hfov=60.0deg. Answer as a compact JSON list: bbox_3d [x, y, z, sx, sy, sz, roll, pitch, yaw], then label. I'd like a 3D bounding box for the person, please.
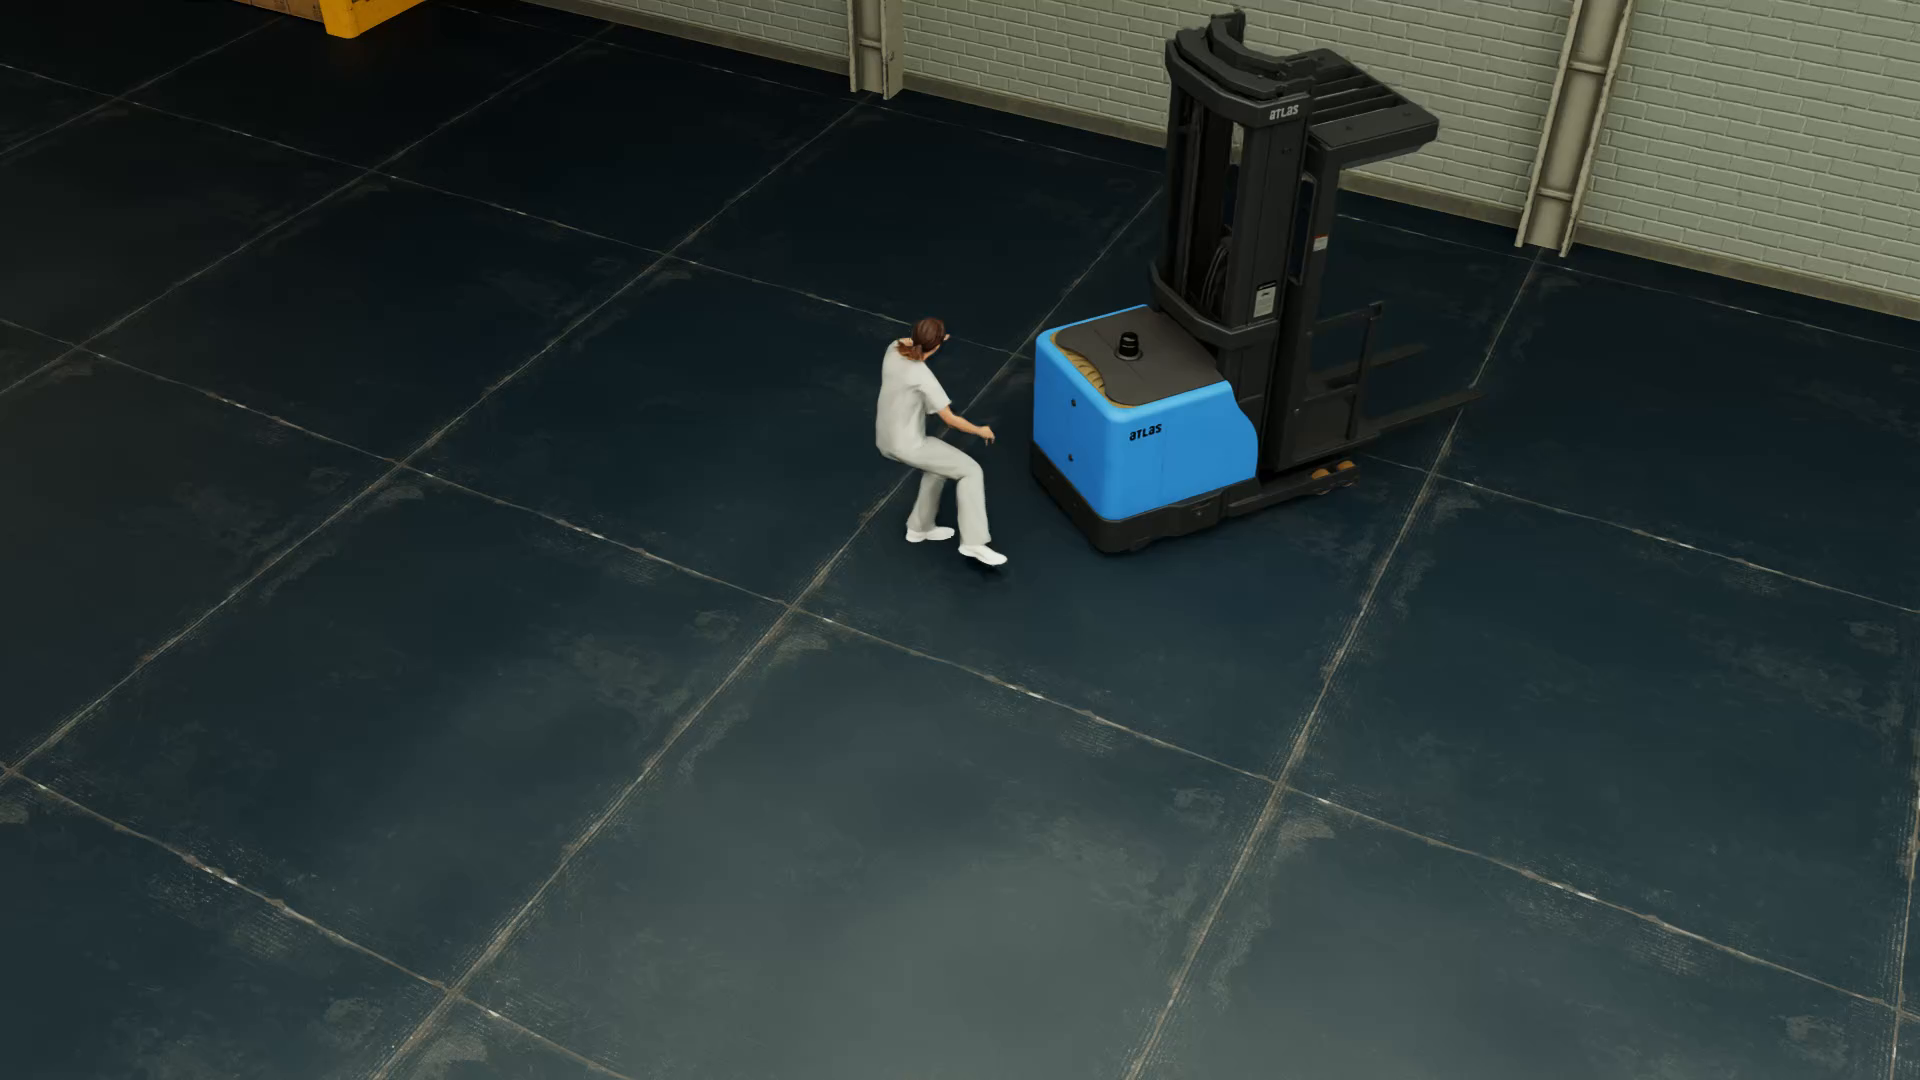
[{"bbox_3d":[-0.035,-0.639,9.932,0.824,1.434,1.187,-29,48,-30],"label":"person"}]

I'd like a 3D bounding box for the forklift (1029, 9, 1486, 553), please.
[{"bbox_3d":[2.002,-1.697,10.001,3.031,2.935,1.130,-17,43,-20],"label":"forklift"}]
